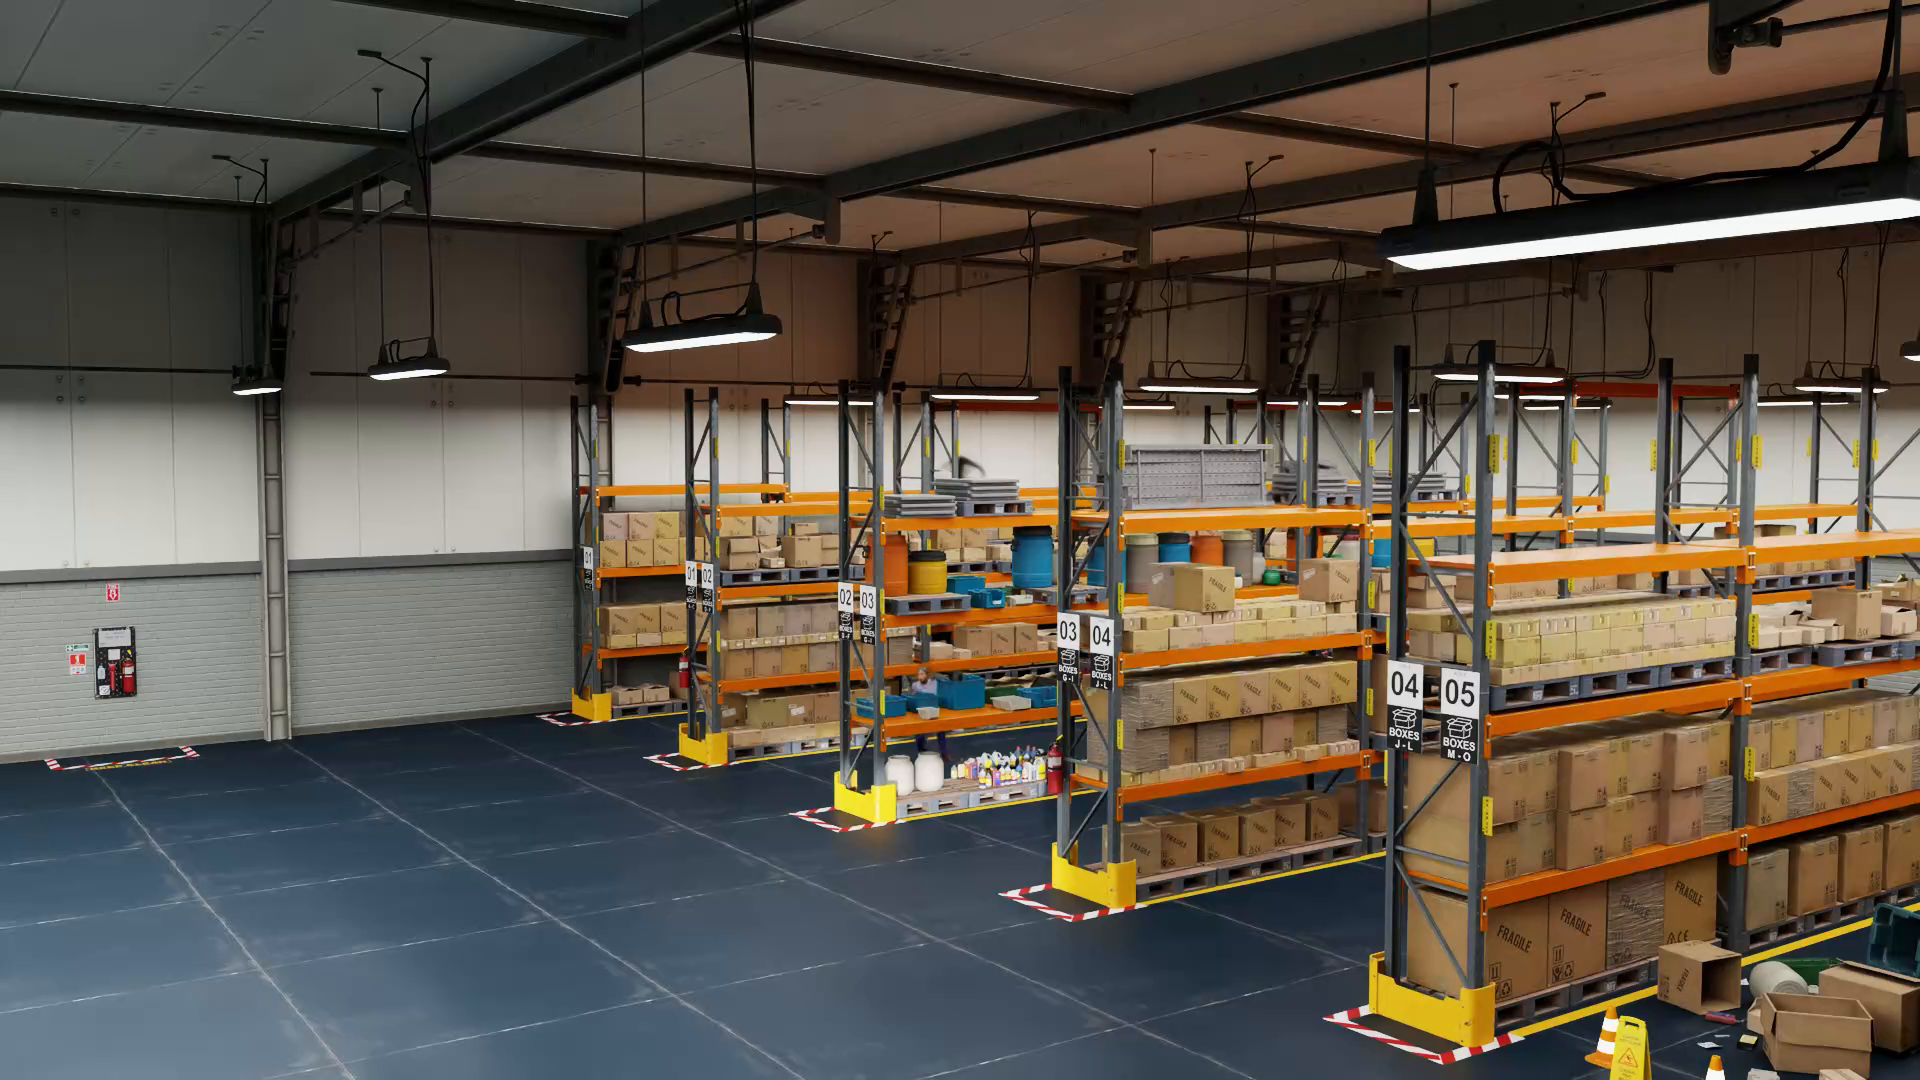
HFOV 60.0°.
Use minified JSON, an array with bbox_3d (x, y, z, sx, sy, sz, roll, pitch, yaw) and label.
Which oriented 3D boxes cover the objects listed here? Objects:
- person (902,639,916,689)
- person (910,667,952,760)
[{"bbox_3d":[-0.801,2.434,32.656,0.998,1.504,0.622,-2,4,-32],"label":"person"},{"bbox_3d":[-0.472,2.808,26.614,0.673,1.579,0.767,0,3,1],"label":"person"}]
